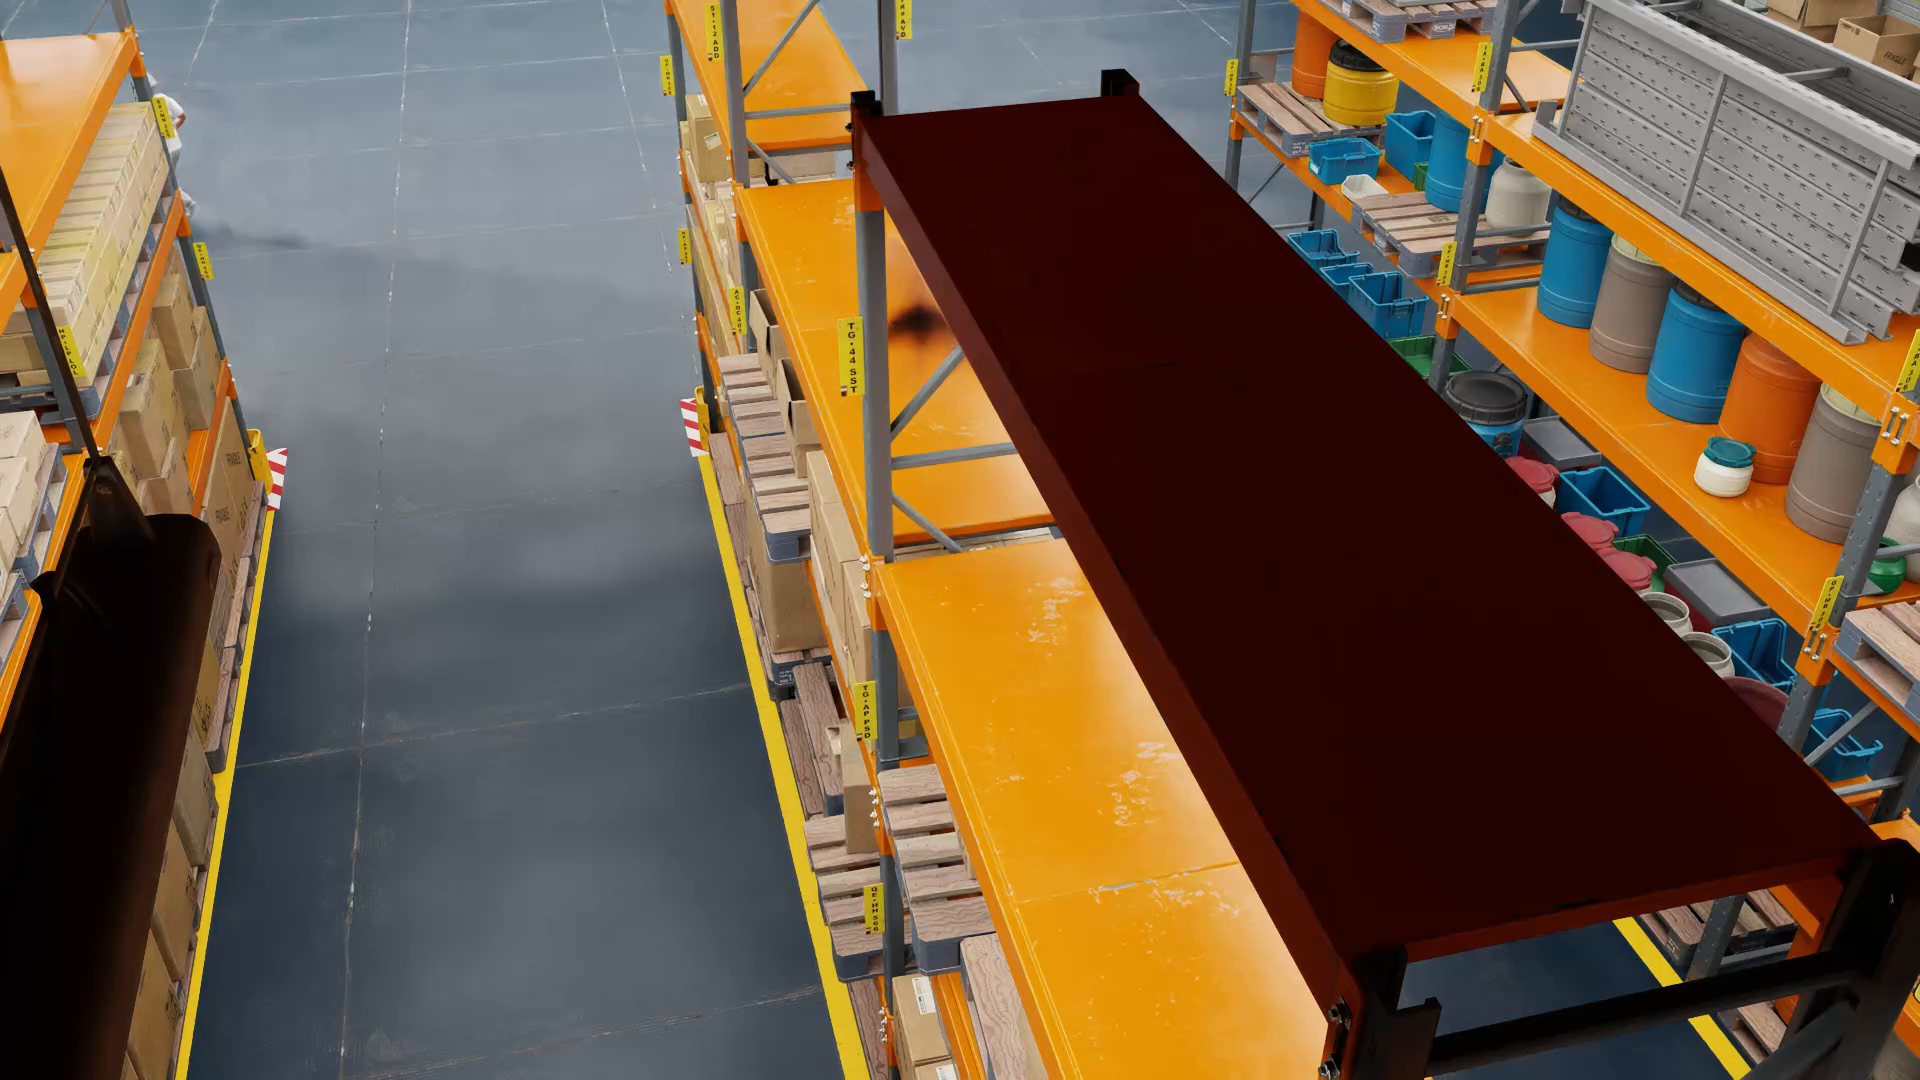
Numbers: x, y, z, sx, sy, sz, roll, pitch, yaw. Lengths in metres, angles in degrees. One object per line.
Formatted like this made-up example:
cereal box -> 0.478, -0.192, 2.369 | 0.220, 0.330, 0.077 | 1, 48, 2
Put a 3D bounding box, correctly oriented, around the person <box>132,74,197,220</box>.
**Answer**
person -> -9.150, -4.495, 19.113 | 0.688, 1.769, 0.672 | 12, 36, 17
